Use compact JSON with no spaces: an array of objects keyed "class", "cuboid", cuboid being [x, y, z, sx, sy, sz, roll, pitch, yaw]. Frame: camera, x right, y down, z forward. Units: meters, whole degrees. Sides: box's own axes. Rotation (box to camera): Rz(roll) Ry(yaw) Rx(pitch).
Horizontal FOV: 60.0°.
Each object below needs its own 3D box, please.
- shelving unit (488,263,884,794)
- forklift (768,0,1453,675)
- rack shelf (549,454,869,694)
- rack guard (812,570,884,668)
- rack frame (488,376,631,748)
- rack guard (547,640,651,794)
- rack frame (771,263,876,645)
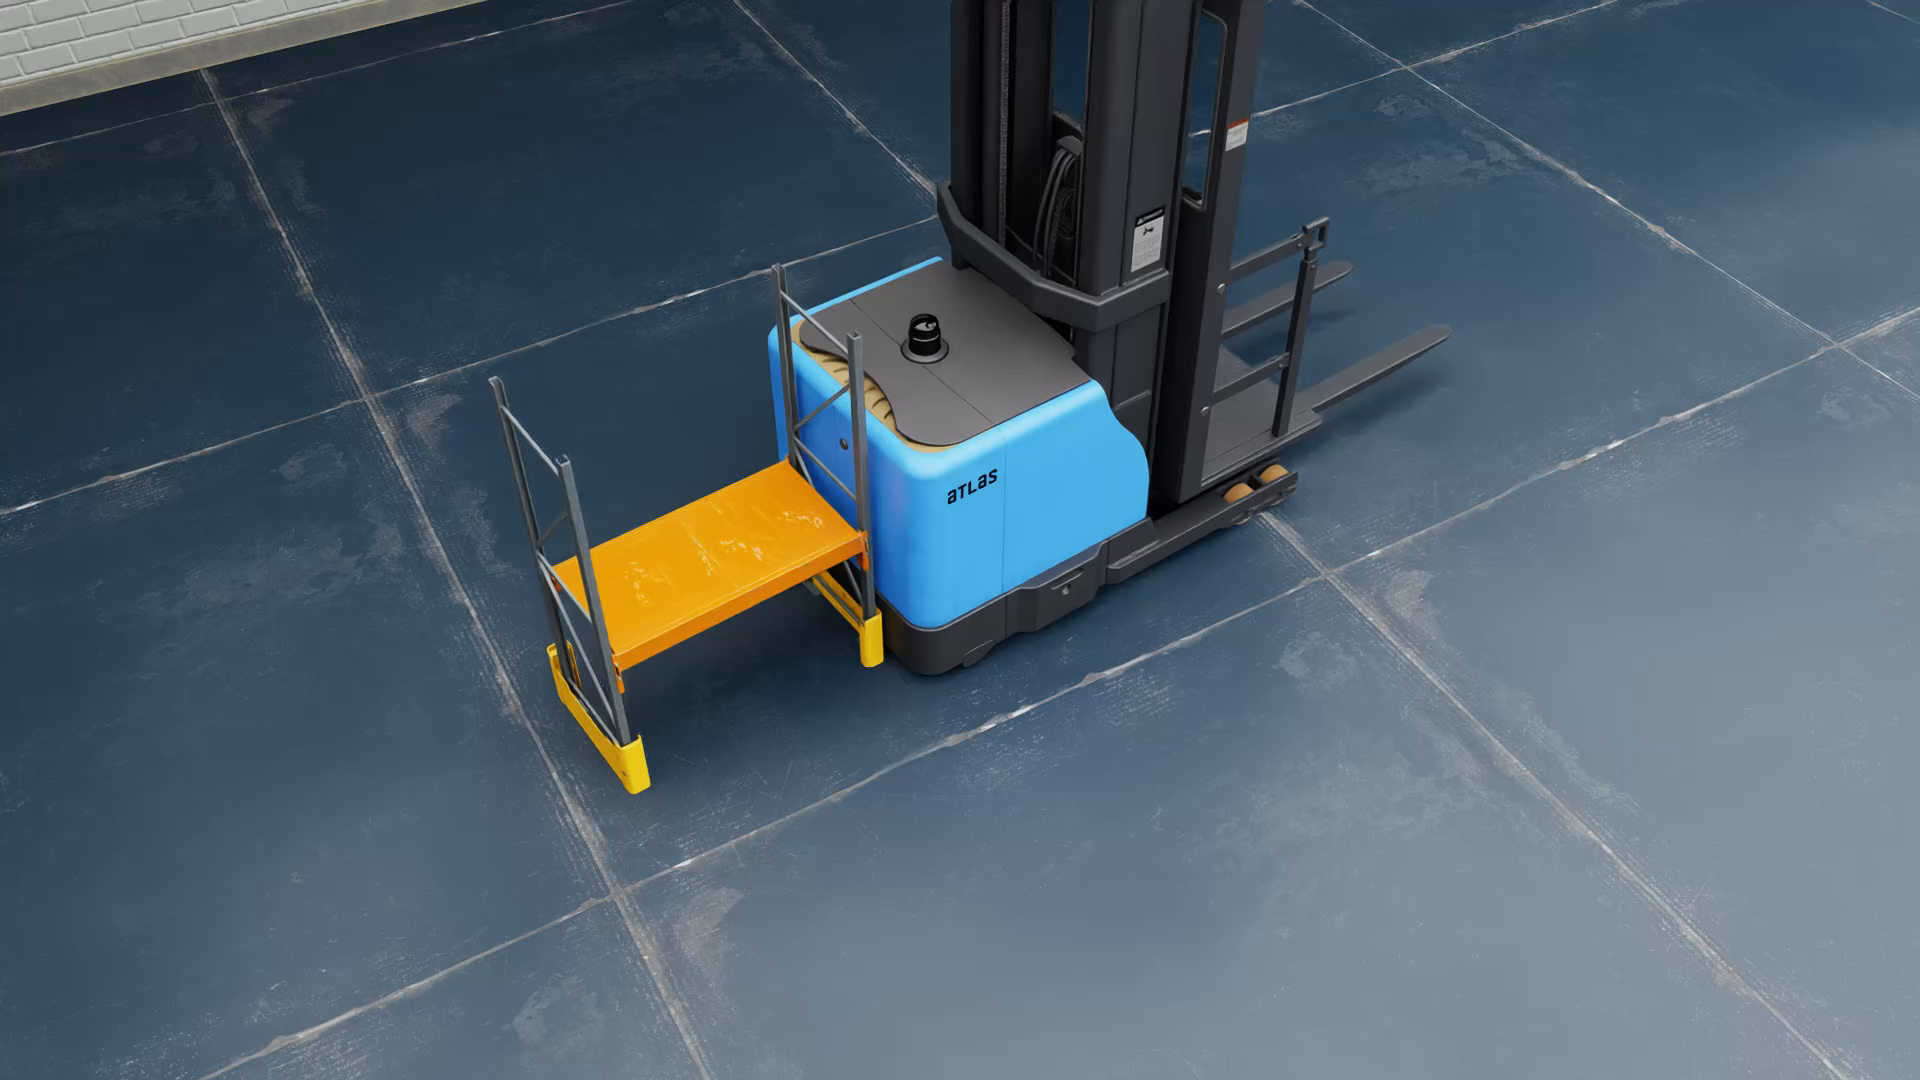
[{"class":"shelving unit","cuboid":[-0.888,-0.027,5.701,1.083,1.500,0.587,-27,50,-25]},{"class":"forklift","cuboid":[0.777,-1.389,6.077,3.031,2.935,1.130,-27,50,-25]},{"class":"rack shelf","cuboid":[-0.880,0.098,5.830,1.000,0.185,0.538,-27,50,-25]},{"class":"rack guard","cuboid":[-0.486,0.216,6.348,0.087,0.250,0.587,-27,50,-25]},{"class":"rack frame","cuboid":[-1.290,0.178,5.489,0.032,1.500,0.500,-27,50,-25]},{"class":"rack guard","cuboid":[-1.289,0.626,5.925,0.087,0.250,0.587,-27,50,-25]},{"class":"rack frame","cuboid":[-0.470,-0.240,5.921,0.032,1.500,0.500,-27,50,-25]}]
